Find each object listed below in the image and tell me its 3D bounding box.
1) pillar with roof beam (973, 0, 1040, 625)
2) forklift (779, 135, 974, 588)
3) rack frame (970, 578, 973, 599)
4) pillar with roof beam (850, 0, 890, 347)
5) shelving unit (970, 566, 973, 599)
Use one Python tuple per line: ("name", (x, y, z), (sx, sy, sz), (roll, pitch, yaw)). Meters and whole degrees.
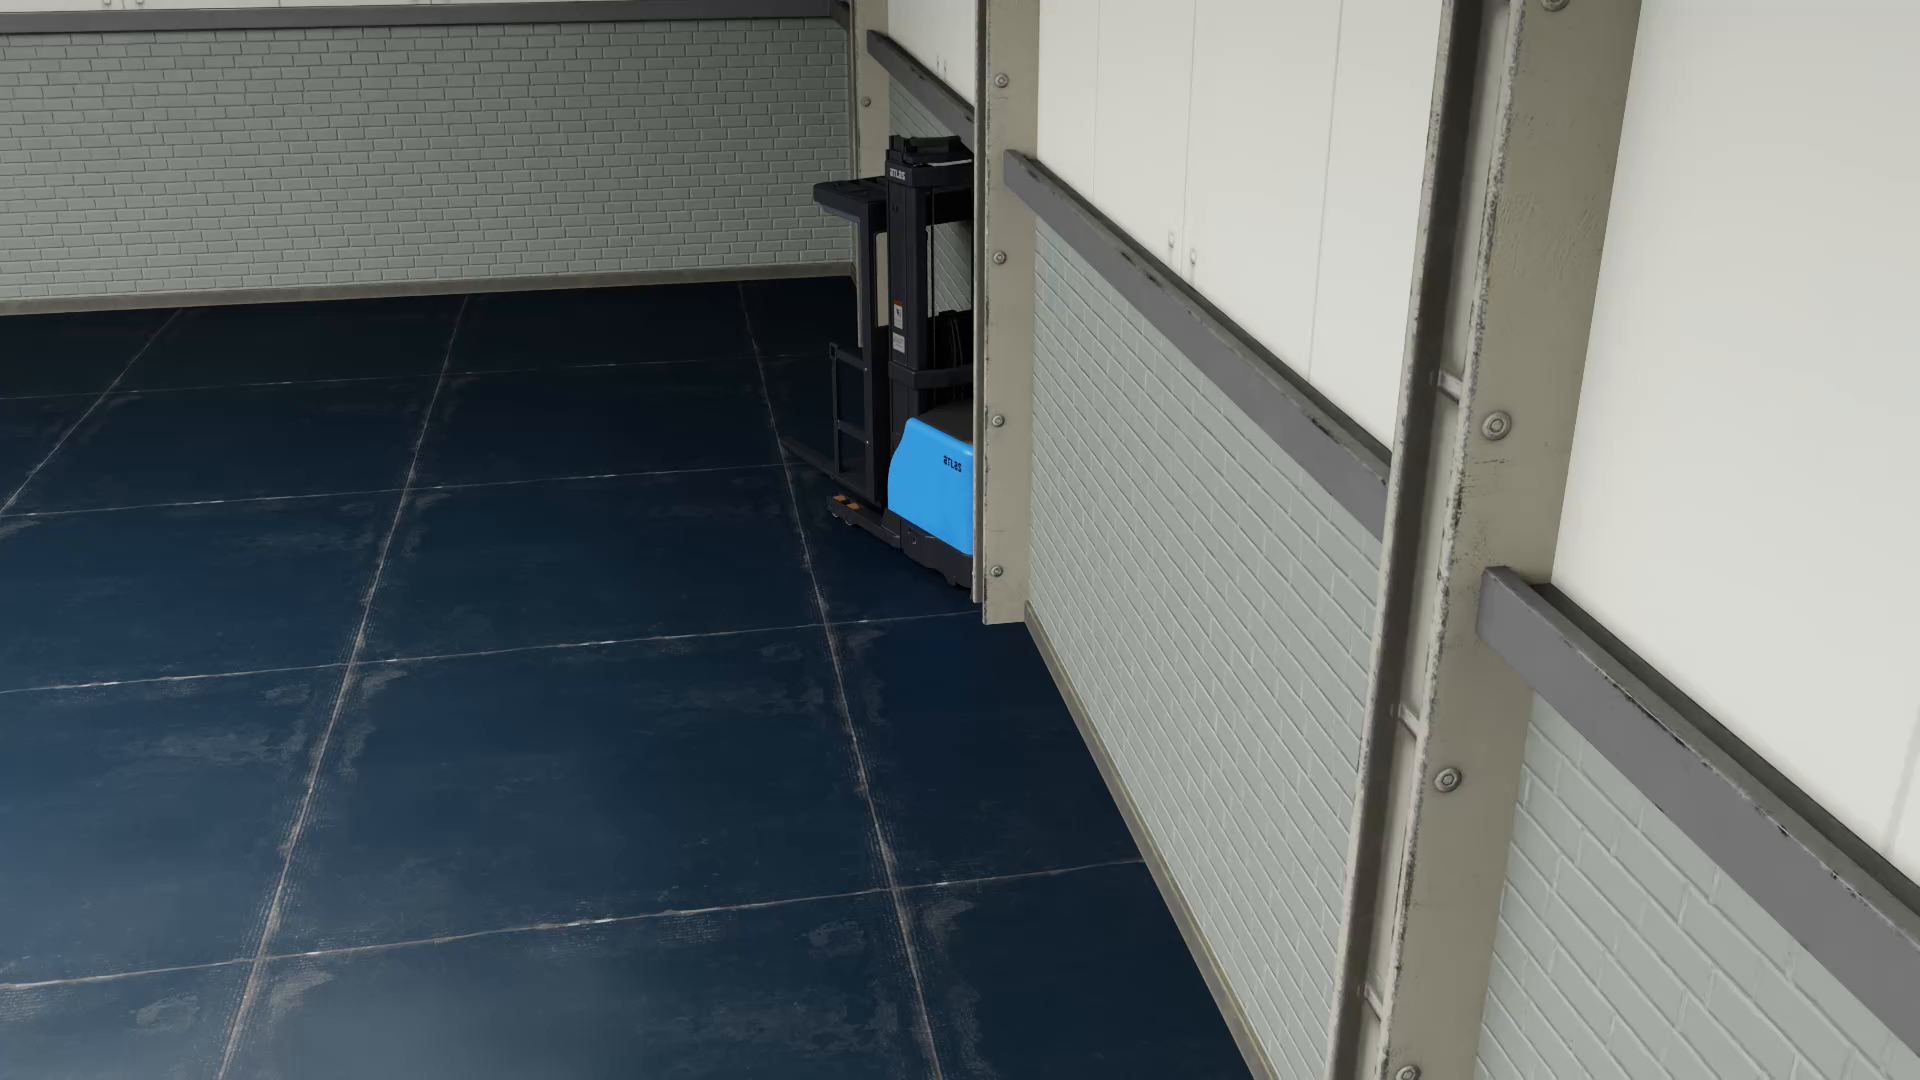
("pillar with roof beam", (-3.956, -3.336, 8.645), (9.100, 9.000, 0.400), (-4, 24, -10))
("forklift", (-0.353, -1.550, 12.136), (1.130, 2.935, 3.031), (-15, 28, -31))
("rack frame", (0.229, 0.006, 11.192), (0.240, 0.900, 0.006), (1, 24, -12))
("pillar with roof beam", (-5.066, -5.696, 14.049), (9.100, 9.000, 0.400), (-4, 24, -10))
("shelving unit", (0.210, -0.035, 11.283), (0.258, 0.900, 0.210), (1, 24, -12))
